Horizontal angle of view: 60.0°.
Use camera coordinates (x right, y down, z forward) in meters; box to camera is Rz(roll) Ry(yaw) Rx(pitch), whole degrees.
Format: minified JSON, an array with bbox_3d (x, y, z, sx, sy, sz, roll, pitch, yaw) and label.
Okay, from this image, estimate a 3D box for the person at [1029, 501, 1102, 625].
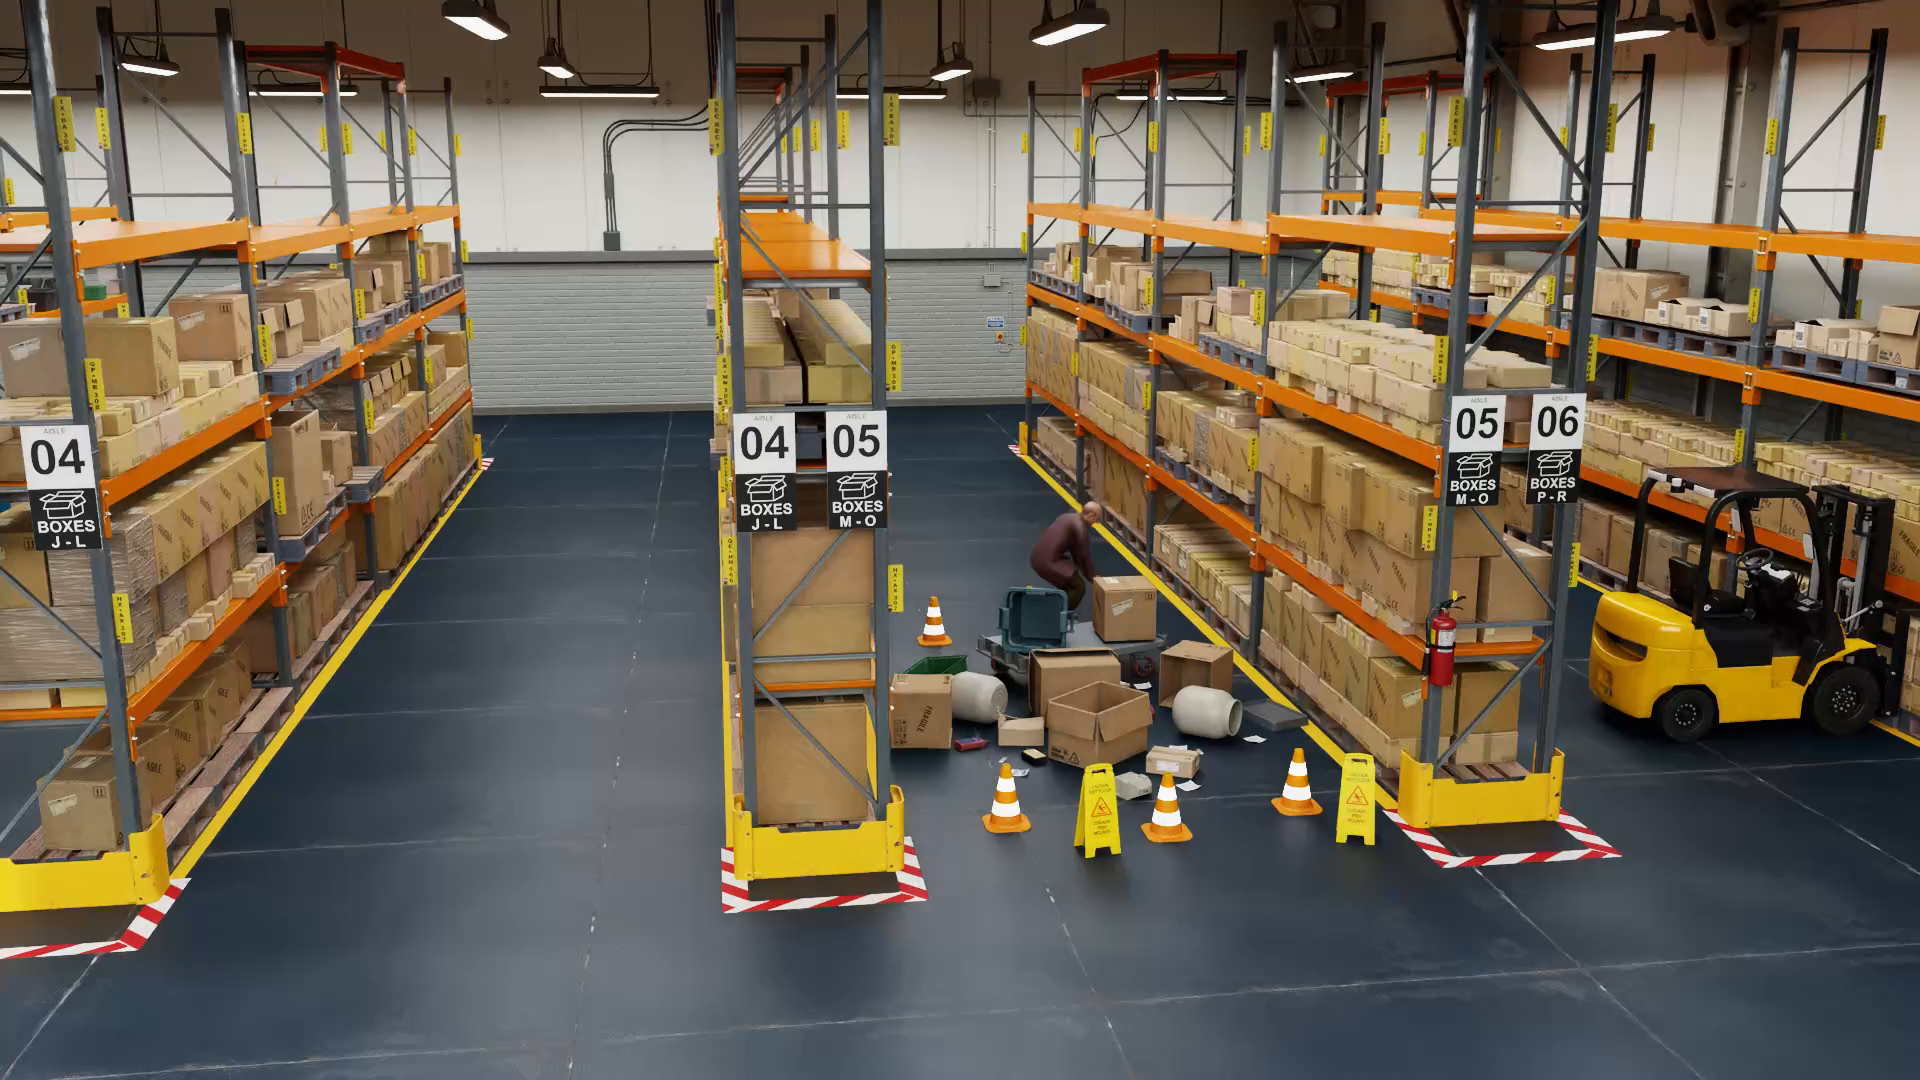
[{"bbox_3d":[1.110,0.246,17.504,0.775,1.306,0.632,-2,13,-8],"label":"person"}]
